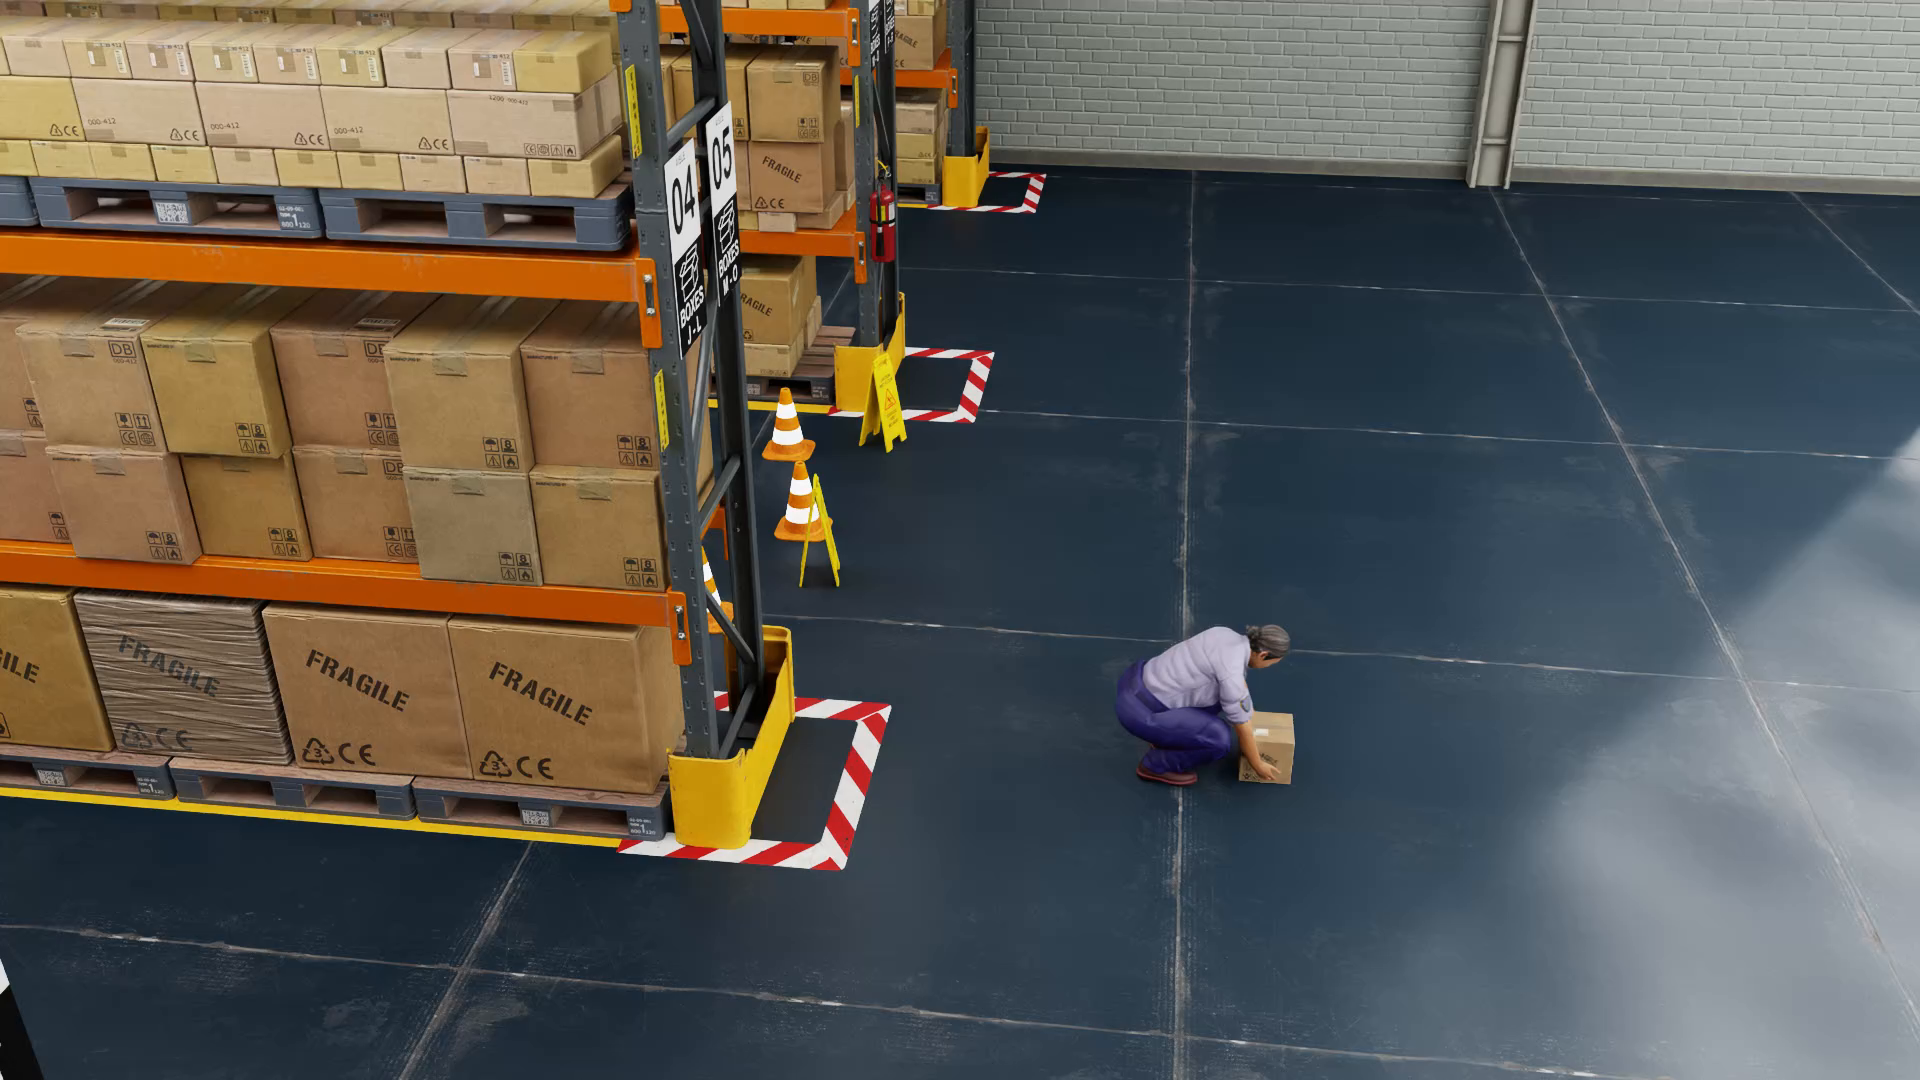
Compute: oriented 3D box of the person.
[{"bbox_3d":[1.172,0.772,8.118,0.823,0.803,0.515,3,29,6],"label":"person"}]
